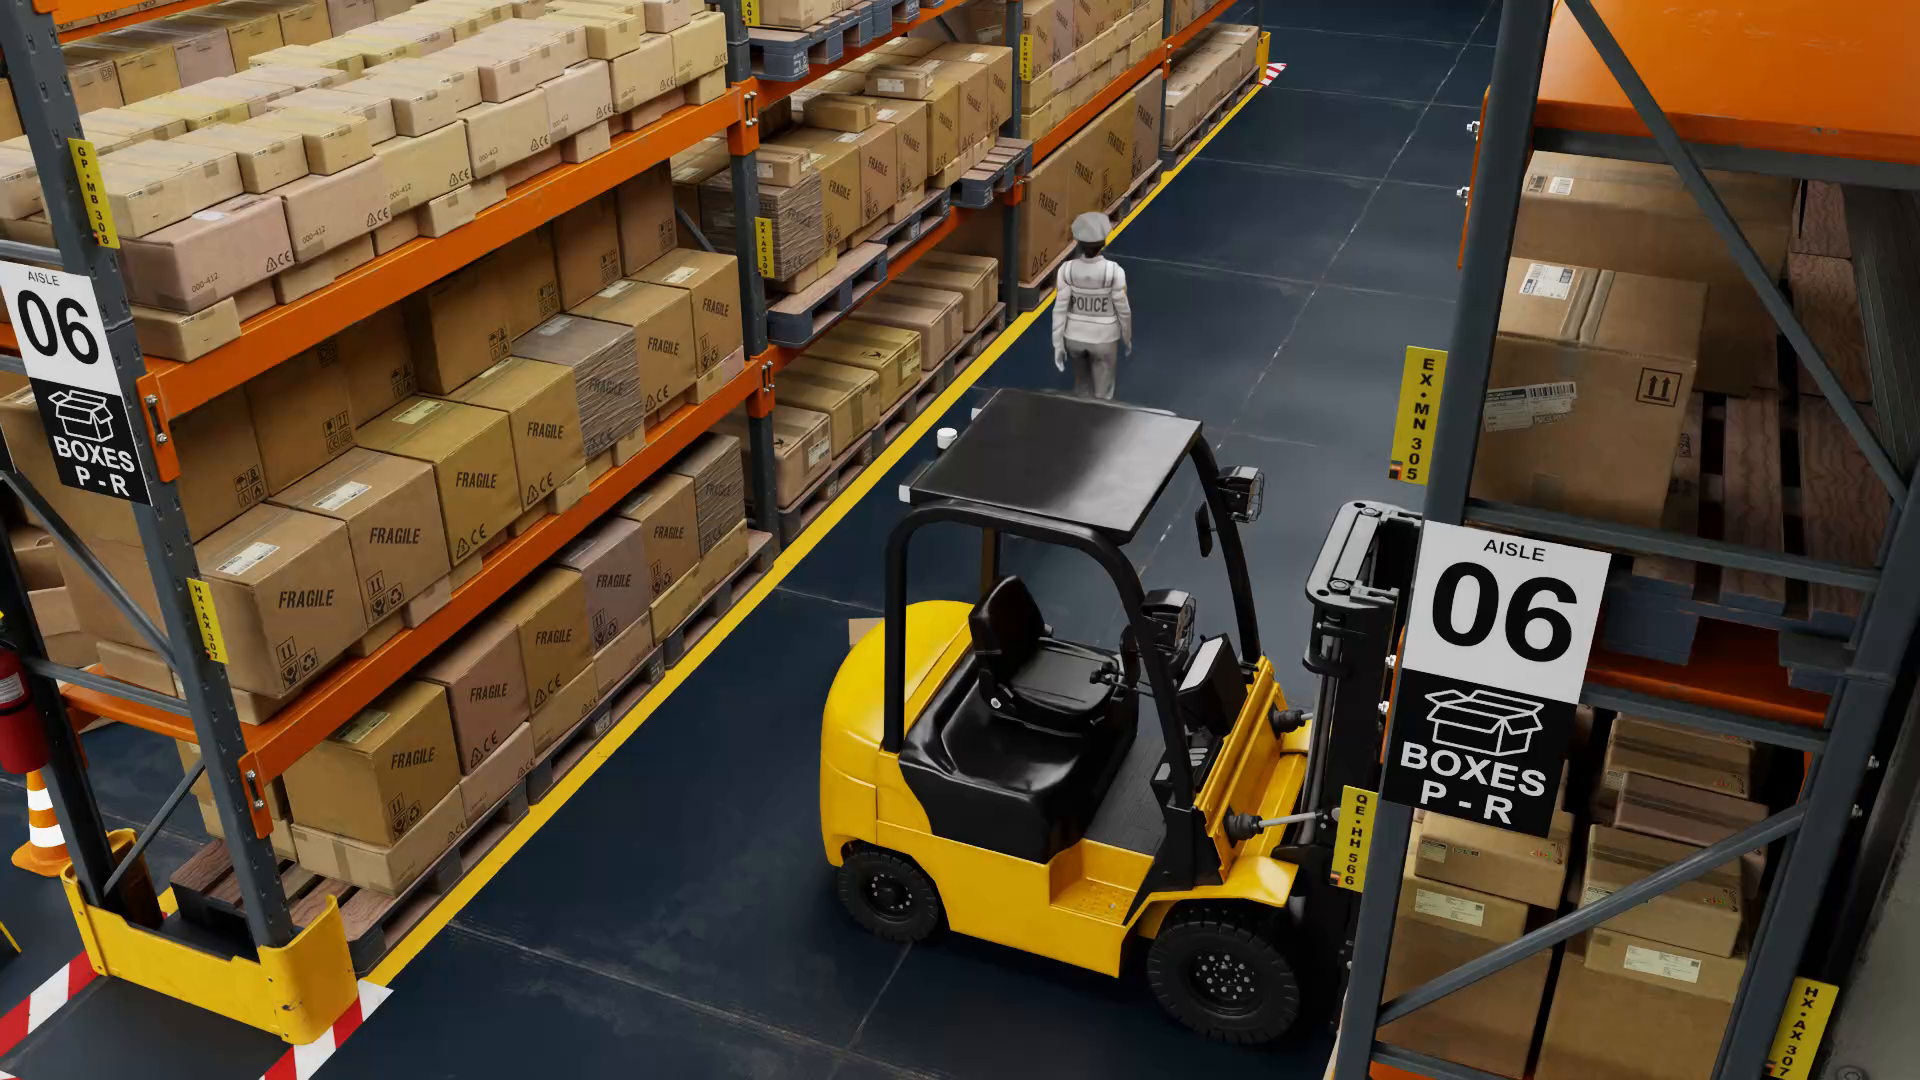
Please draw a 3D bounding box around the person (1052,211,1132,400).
[{"bbox_3d":[0.834,-1.274,10.570,0.479,1.647,0.938,10,31,17],"label":"person"}]
